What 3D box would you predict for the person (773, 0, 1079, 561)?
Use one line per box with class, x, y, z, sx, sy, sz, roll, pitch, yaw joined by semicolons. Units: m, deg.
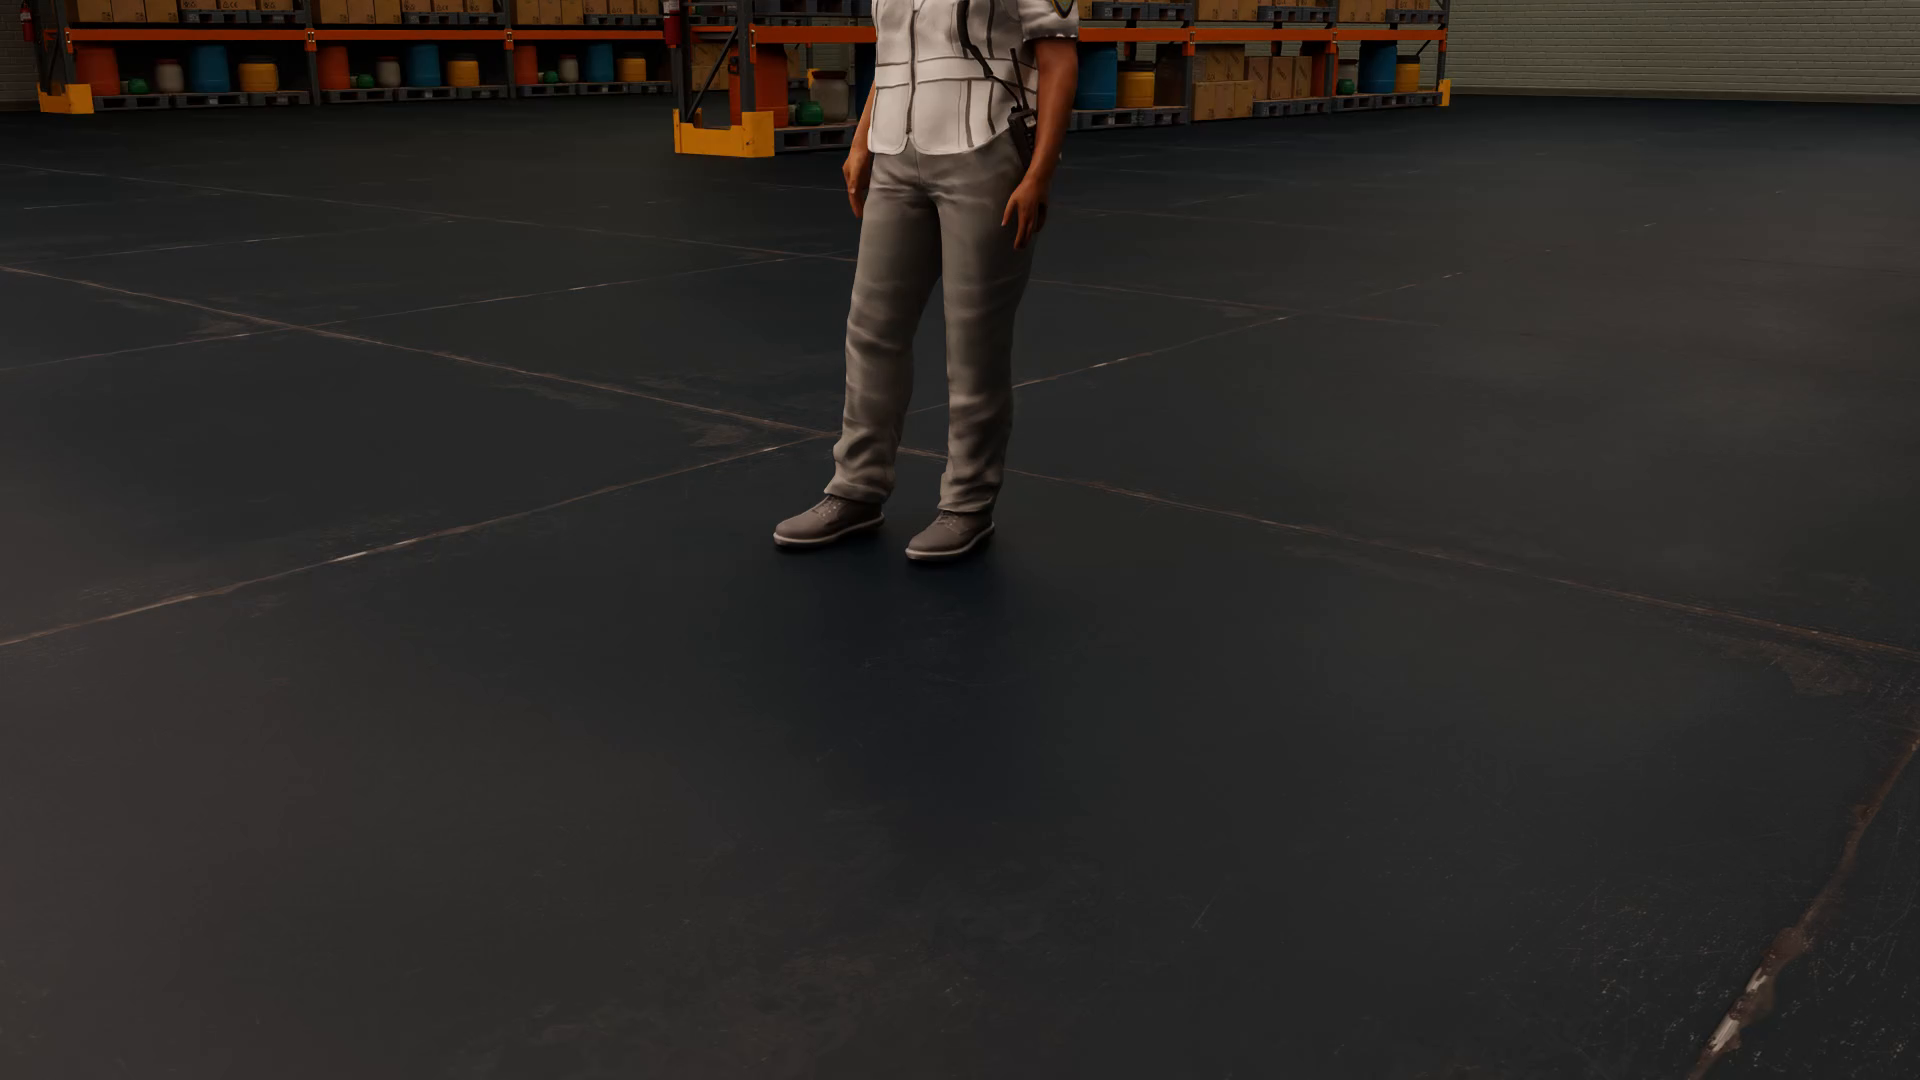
person;-0.066;-0.792;3.655;0.598;1.670;0.529;13;21;37
